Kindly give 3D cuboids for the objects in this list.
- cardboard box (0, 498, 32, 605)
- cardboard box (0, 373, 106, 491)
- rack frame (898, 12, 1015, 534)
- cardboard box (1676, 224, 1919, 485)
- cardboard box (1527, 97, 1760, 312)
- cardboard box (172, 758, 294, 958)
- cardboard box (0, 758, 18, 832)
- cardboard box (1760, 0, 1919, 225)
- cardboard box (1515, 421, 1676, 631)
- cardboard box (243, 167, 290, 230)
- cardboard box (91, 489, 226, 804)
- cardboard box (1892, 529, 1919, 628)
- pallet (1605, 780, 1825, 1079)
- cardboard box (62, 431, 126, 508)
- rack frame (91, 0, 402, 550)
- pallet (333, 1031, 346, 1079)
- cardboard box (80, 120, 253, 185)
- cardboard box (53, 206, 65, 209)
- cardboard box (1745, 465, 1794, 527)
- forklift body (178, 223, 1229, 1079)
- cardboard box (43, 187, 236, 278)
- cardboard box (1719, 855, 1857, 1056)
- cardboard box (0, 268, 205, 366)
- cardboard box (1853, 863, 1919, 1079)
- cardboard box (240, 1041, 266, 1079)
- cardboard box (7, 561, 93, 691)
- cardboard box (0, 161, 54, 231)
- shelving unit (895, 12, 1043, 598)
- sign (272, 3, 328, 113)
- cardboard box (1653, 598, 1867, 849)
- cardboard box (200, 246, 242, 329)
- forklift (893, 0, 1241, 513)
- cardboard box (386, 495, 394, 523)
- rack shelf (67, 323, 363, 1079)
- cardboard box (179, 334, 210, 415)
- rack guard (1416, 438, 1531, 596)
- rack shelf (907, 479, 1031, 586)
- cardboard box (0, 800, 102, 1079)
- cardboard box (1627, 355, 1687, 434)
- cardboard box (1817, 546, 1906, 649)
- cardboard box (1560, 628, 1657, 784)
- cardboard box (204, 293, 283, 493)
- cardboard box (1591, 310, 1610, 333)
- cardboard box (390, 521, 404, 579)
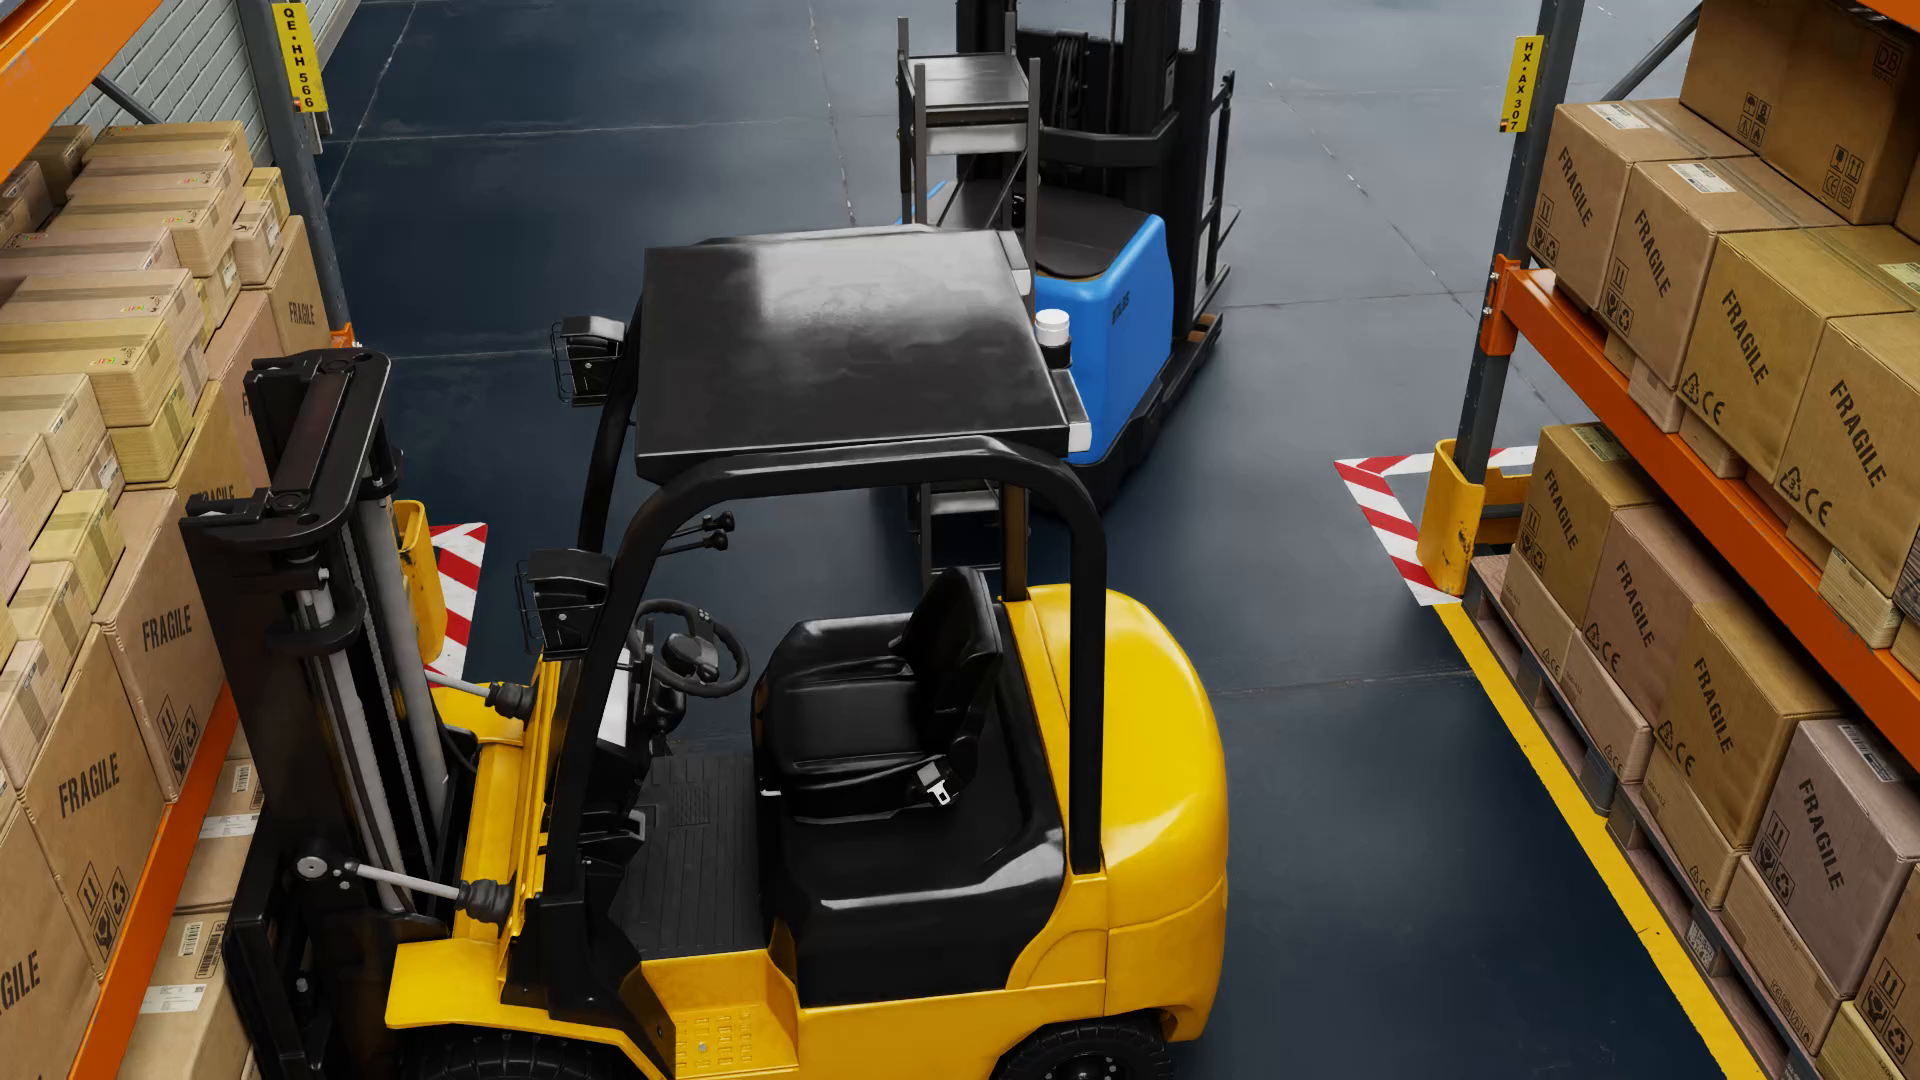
[{"bbox_3d":[-1.969,0.063,3.065,0.380,0.149,0.250,-5,35,-7],"label":"cardboard box"},{"bbox_3d":[-2.037,-0.217,3.475,0.380,0.149,0.250,-4,34,-6],"label":"cardboard box"},{"bbox_3d":[-0.011,-0.911,6.223,0.400,2.100,0.015,-4,35,-6],"label":"rack frame"},{"bbox_3d":[2.343,-0.508,4.478,0.500,0.500,0.500,-5,35,-7],"label":"cardboard box"},{"bbox_3d":[2.201,-1.081,5.319,0.500,0.500,0.500,-5,35,-7],"label":"cardboard box"},{"bbox_3d":[-1.922,0.808,4.082,0.500,0.250,0.500,-5,35,-7],"label":"cardboard box"},{"bbox_3d":[-1.809,0.470,2.732,0.380,0.149,0.250,-4,34,-5],"label":"cardboard box"},{"bbox_3d":[2.757,-1.228,4.647,0.700,0.500,0.500,-4,34,-6],"label":"cardboard box"},{"bbox_3d":[2.250,-0.065,5.584,0.500,0.500,0.500,-5,35,-8],"label":"cardboard box"},{"bbox_3d":[-2.182,-0.961,4.832,0.380,0.149,0.250,-4,34,-6],"label":"cardboard box"},{"bbox_3d":[-1.972,0.246,3.637,0.500,0.500,0.500,-4,34,-6],"label":"cardboard box"},{"bbox_3d":[2.493,0.061,3.644,0.500,0.500,0.500,-3,34,-5],"label":"cardboard box"},{"bbox_3d":[2.657,1.128,4.907,1.003,0.211,1.213,-4,35,-6],"label":"pallet"},{"bbox_3d":[-2.041,-0.101,3.569,0.380,0.149,0.250,-5,35,-7],"label":"cardboard box"},{"bbox_3d":[-2.506,-0.824,5.295,1.000,3.000,0.127,-4,35,-6],"label":"rack frame"},{"bbox_3d":[-2.201,1.431,4.462,1.003,0.211,1.213,-4,35,-6],"label":"pallet"},{"bbox_3d":[-2.249,-1.072,4.731,0.380,0.149,0.250,-4,35,-6],"label":"cardboard box"},{"bbox_3d":[-2.718,-0.924,4.778,0.380,0.149,0.250,-5,35,-8],"label":"cardboard box"},{"bbox_3d":[2.407,-0.169,4.557,0.380,0.149,0.250,-3,34,-5],"label":"cardboard box"},{"bbox_3d":[-0.444,0.447,4.184,2.313,2.155,1.214,-4,35,-6],"label":"forklift body"},{"bbox_3d":[-2.123,-0.793,4.321,0.380,0.149,0.250,-4,34,-5],"label":"cardboard box"},{"bbox_3d":[2.459,1.103,4.537,0.500,0.250,0.500,-4,34,-6],"label":"cardboard box"},{"bbox_3d":[-2.019,-0.511,3.908,0.380,0.149,0.250,-4,34,-5],"label":"cardboard box"},{"bbox_3d":[2.534,1.090,3.890,0.500,0.500,0.500,-4,34,-6],"label":"cardboard box"},{"bbox_3d":[-1.853,1.309,3.791,0.500,0.250,0.500,-5,35,-7],"label":"cardboard box"},{"bbox_3d":[-1.894,0.185,3.150,0.380,0.149,0.250,-5,35,-8],"label":"cardboard box"},{"bbox_3d":[-2.699,-0.899,4.477,0.380,0.149,0.250,-3,34,-5],"label":"cardboard box"},{"bbox_3d":[0.022,-0.775,6.023,0.431,2.100,0.503,-4,35,-6],"label":"shelving unit"},{"bbox_3d":[-1.967,-1.433,4.951,0.100,0.325,0.005,-4,35,-6],"label":"sign"},{"bbox_3d":[2.384,0.507,4.745,0.500,0.500,0.500,-4,34,-5],"label":"cardboard box"},{"bbox_3d":[-2.144,-0.671,4.406,0.380,0.149,0.250,-4,34,-5],"label":"cardboard box"},{"bbox_3d":[0.637,-2.130,7.272,1.130,2.935,3.031,13,36,18],"label":"forklift"},{"bbox_3d":[-2.135,-0.041,5.327,0.500,0.250,0.500,-3,34,-5],"label":"cardboard box"},{"bbox_3d":[-2.237,0.590,3.860,1.077,0.370,4.000,-4,35,-6],"label":"rack shelf"},{"bbox_3d":[-2.039,-0.386,3.989,0.380,0.149,0.250,-5,35,-8],"label":"cardboard box"},{"bbox_3d":[2.422,-0.126,6.492,1.175,0.500,0.348,-4,35,-6],"label":"rack guard"},{"bbox_3d":[0.022,-0.186,6.425,0.431,0.518,0.480,-4,35,-6],"label":"rack shelf"},{"bbox_3d":[-1.856,0.810,2.809,0.500,0.500,0.500,-4,34,-6],"label":"cardboard box"},{"bbox_3d":[2.244,-0.454,4.975,0.380,0.149,0.250,-4,34,-6],"label":"cardboard box"},{"bbox_3d":[2.389,0.125,4.126,0.380,0.149,0.250,-4,34,-6],"label":"cardboard box"},{"bbox_3d":[2.307,0.517,5.396,0.500,0.250,0.500,-3,34,-5],"label":"cardboard box"},{"bbox_3d":[-2.119,-0.320,4.467,0.500,0.500,0.500,-3,34,-5],"label":"cardboard box"},{"bbox_3d":[2.301,-0.753,5.414,0.380,0.149,0.250,-4,34,-6],"label":"cardboard box"},{"bbox_3d":[-2.131,0.180,5.447,0.500,0.250,0.500,-5,35,-7],"label":"cardboard box"}]
